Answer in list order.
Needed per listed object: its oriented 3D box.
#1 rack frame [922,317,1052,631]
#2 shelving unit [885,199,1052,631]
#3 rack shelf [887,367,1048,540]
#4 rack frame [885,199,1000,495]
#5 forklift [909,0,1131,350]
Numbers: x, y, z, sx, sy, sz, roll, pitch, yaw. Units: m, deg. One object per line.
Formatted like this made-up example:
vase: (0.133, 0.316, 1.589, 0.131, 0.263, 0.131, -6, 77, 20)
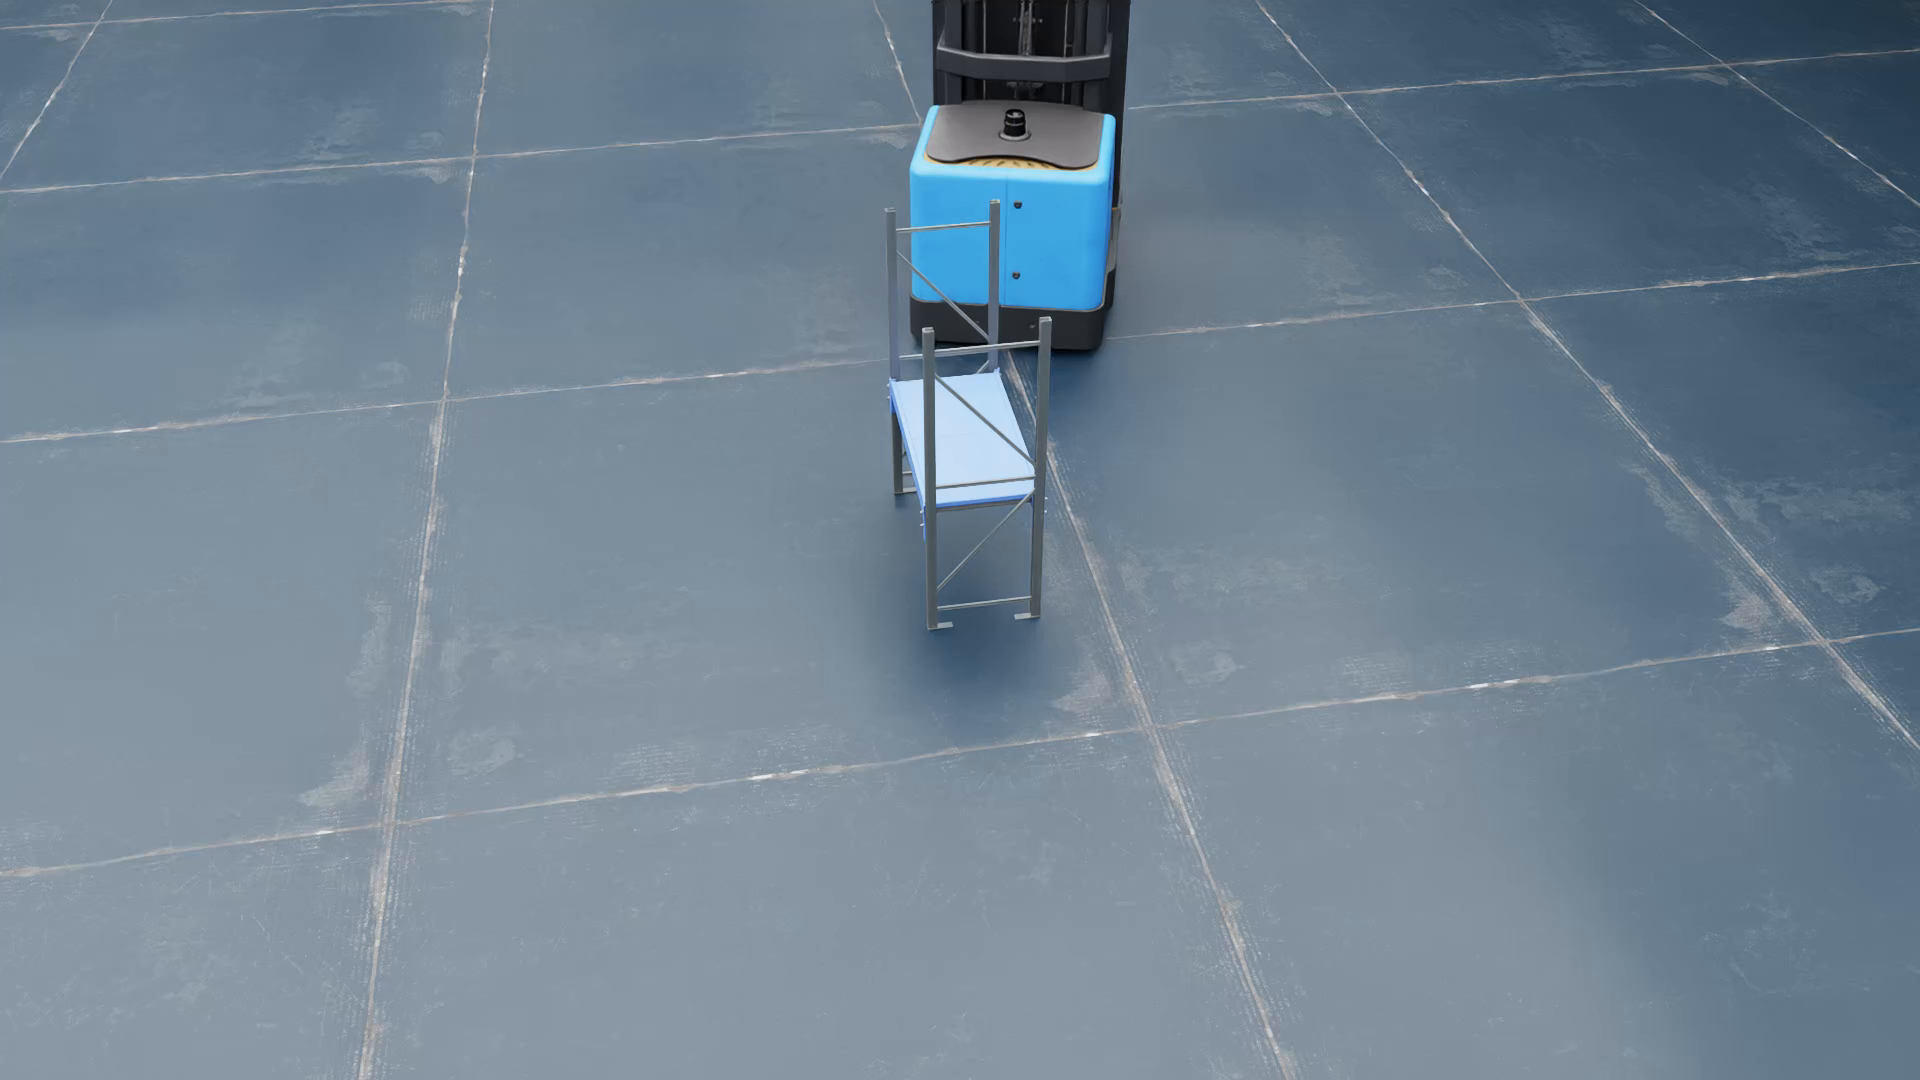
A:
rack frame: (0.104, -0.234, 6.828, 0.500, 1.500, 0.032, -6, 38, -8)
shelving unit: (0.015, -0.541, 7.224, 0.538, 1.500, 1.048, -6, 38, -8)
rack shelf: (0.015, -0.399, 7.334, 0.538, 0.185, 1.000, -6, 38, -8)
rack frame: (-0.074, -0.848, 7.619, 0.500, 1.500, 0.032, -6, 38, -8)
forklift: (0.421, -3.076, 9.320, 1.130, 2.935, 3.031, 4, 38, 6)
